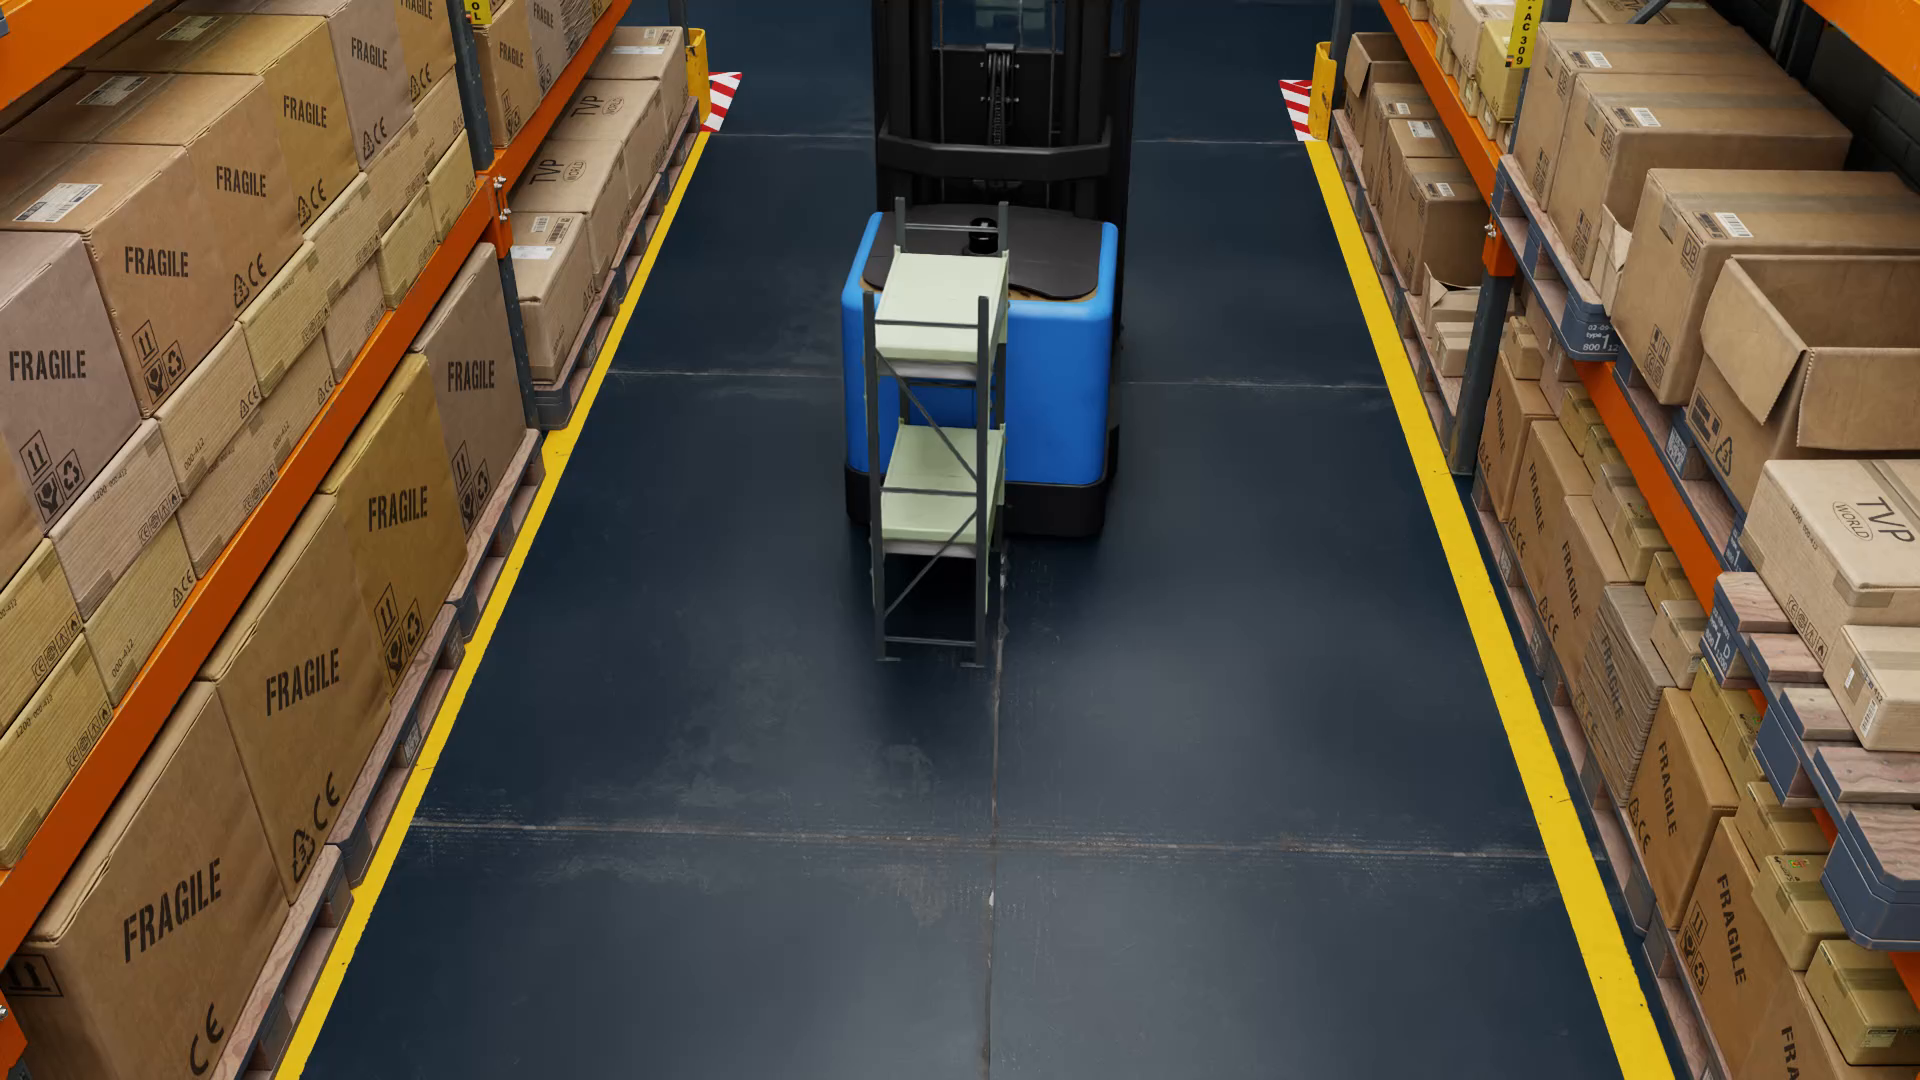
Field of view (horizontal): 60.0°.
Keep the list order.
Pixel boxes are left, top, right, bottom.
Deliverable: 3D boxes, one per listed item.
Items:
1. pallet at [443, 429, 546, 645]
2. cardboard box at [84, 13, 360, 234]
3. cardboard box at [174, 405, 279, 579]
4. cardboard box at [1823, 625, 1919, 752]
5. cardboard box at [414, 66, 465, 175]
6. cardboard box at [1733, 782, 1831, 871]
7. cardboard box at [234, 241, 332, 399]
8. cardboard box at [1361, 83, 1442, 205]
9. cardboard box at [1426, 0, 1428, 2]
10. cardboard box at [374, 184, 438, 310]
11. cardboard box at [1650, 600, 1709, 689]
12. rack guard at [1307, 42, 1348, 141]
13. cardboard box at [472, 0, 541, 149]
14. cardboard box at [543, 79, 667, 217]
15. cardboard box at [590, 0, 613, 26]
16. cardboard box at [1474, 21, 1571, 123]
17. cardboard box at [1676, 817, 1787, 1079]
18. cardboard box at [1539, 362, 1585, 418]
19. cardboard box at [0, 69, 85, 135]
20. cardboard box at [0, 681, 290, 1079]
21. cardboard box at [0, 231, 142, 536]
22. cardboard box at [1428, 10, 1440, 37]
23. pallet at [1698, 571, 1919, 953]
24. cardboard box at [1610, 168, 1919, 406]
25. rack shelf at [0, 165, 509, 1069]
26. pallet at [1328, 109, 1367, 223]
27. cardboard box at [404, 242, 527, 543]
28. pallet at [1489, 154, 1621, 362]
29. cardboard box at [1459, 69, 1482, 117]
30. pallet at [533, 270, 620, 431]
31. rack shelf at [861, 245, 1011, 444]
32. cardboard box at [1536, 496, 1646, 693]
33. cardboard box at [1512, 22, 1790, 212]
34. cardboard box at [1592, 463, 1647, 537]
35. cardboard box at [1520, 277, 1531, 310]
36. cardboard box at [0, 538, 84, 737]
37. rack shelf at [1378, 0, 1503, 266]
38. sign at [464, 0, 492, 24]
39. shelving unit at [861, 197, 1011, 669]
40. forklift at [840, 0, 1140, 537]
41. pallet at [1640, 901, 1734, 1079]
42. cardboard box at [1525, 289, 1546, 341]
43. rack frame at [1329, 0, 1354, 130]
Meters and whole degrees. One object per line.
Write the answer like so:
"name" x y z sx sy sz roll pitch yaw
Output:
"pallet" -2.303 -0.050 6.638 1.003 0.211 1.213 1 35 2
"cardboard box" -2.168 -1.235 4.943 0.500 0.500 0.500 2 35 3
"cardboard box" -2.207 -0.149 4.483 0.500 0.250 0.500 2 35 3
"cardboard box" 2.095 0.319 3.540 0.380 0.149 0.250 2 35 3
"cardboard box" -2.122 -1.520 6.000 0.500 0.250 0.500 1 35 2
"cardboard box" 2.253 0.763 4.301 0.380 0.149 0.250 0 35 0
"cardboard box" -2.153 -0.641 4.749 0.500 0.250 0.500 2 35 3
"cardboard box" 2.580 -2.131 8.983 0.700 0.500 0.500 3 35 4
"cardboard box" 2.449 -2.752 7.929 0.500 0.250 0.500 0 35 1
"cardboard box" -2.135 -1.019 5.721 0.500 0.250 0.500 1 35 1
"cardboard box" 2.300 0.309 4.946 0.380 0.149 0.250 0 35 0
"rack guard" 2.770 -2.755 10.236 1.175 0.500 0.348 1 35 2
"cardboard box" -2.067 -1.941 6.816 0.500 0.500 0.500 2 35 3
"cardboard box" -2.142 -2.150 9.064 0.875 0.438 0.875 2 35 3
"cardboard box" -1.996 -2.811 8.054 0.500 0.500 0.500 2 35 3
"cardboard box" 2.389 -1.882 6.691 0.500 0.250 0.500 2 35 3
"cardboard box" 2.284 1.090 4.399 0.500 0.500 0.500 1 35 1
"cardboard box" 2.398 -0.577 6.207 0.380 0.149 0.250 0 35 1
"cardboard box" -2.682 -0.962 4.553 0.500 0.500 0.500 1 35 1
"cardboard box" -2.397 0.964 4.252 0.875 0.875 0.875 1 35 1
"cardboard box" -2.234 -0.351 3.684 0.500 0.500 0.500 1 35 2
"cardboard box" 2.453 -2.496 7.911 0.380 0.149 0.250 1 35 2
"pallet" 2.409 0.462 3.651 1.213 0.211 1.003 1 35 2
"cardboard box" 2.317 -0.715 4.707 0.700 0.500 0.500 1 35 2
"rack shelf" -2.428 -0.193 5.041 1.077 0.370 4.000 1 35 2
"pallet" 2.739 -2.179 9.667 1.003 0.211 1.213 1 35 2
"cardboard box" -2.293 -0.581 6.450 0.875 0.875 0.875 2 35 3
"pallet" 2.471 -0.989 5.715 1.003 0.211 1.213 1 35 2
"cardboard box" 2.348 -1.910 7.077 0.380 0.149 0.250 2 35 3
"pallet" -2.239 -0.930 7.890 1.003 0.211 1.213 1 35 2
"rack shelf" -0.069 -0.688 5.747 0.431 0.370 0.720 4 35 5
"cardboard box" 2.332 0.193 5.676 0.500 0.500 0.500 0 35 0
"cardboard box" 2.369 -1.464 5.772 0.700 0.500 0.500 2 35 3
"cardboard box" 2.354 -0.129 5.570 0.380 0.149 0.250 1 35 2
"cardboard box" 2.892 -1.152 7.895 0.380 0.149 0.250 1 35 1
"cardboard box" -2.241 0.233 3.505 0.500 0.250 0.500 1 35 2
"rack shelf" 2.693 -2.378 8.151 1.077 0.370 4.000 1 35 2
"sign" -1.805 -2.071 6.149 0.100 0.325 0.005 1 35 2
"shelving unit" -0.069 -0.369 5.971 0.431 1.500 0.755 4 35 5
"forklift" 0.210 -2.043 7.108 1.130 2.935 3.031 4 35 5
"pallet" 2.519 1.487 4.450 1.003 0.211 1.213 1 35 2
"cardboard box" 2.393 -0.859 6.349 0.380 0.149 0.250 1 35 1
"rack frame" 2.773 -3.822 9.579 1.000 3.000 0.127 1 35 2
